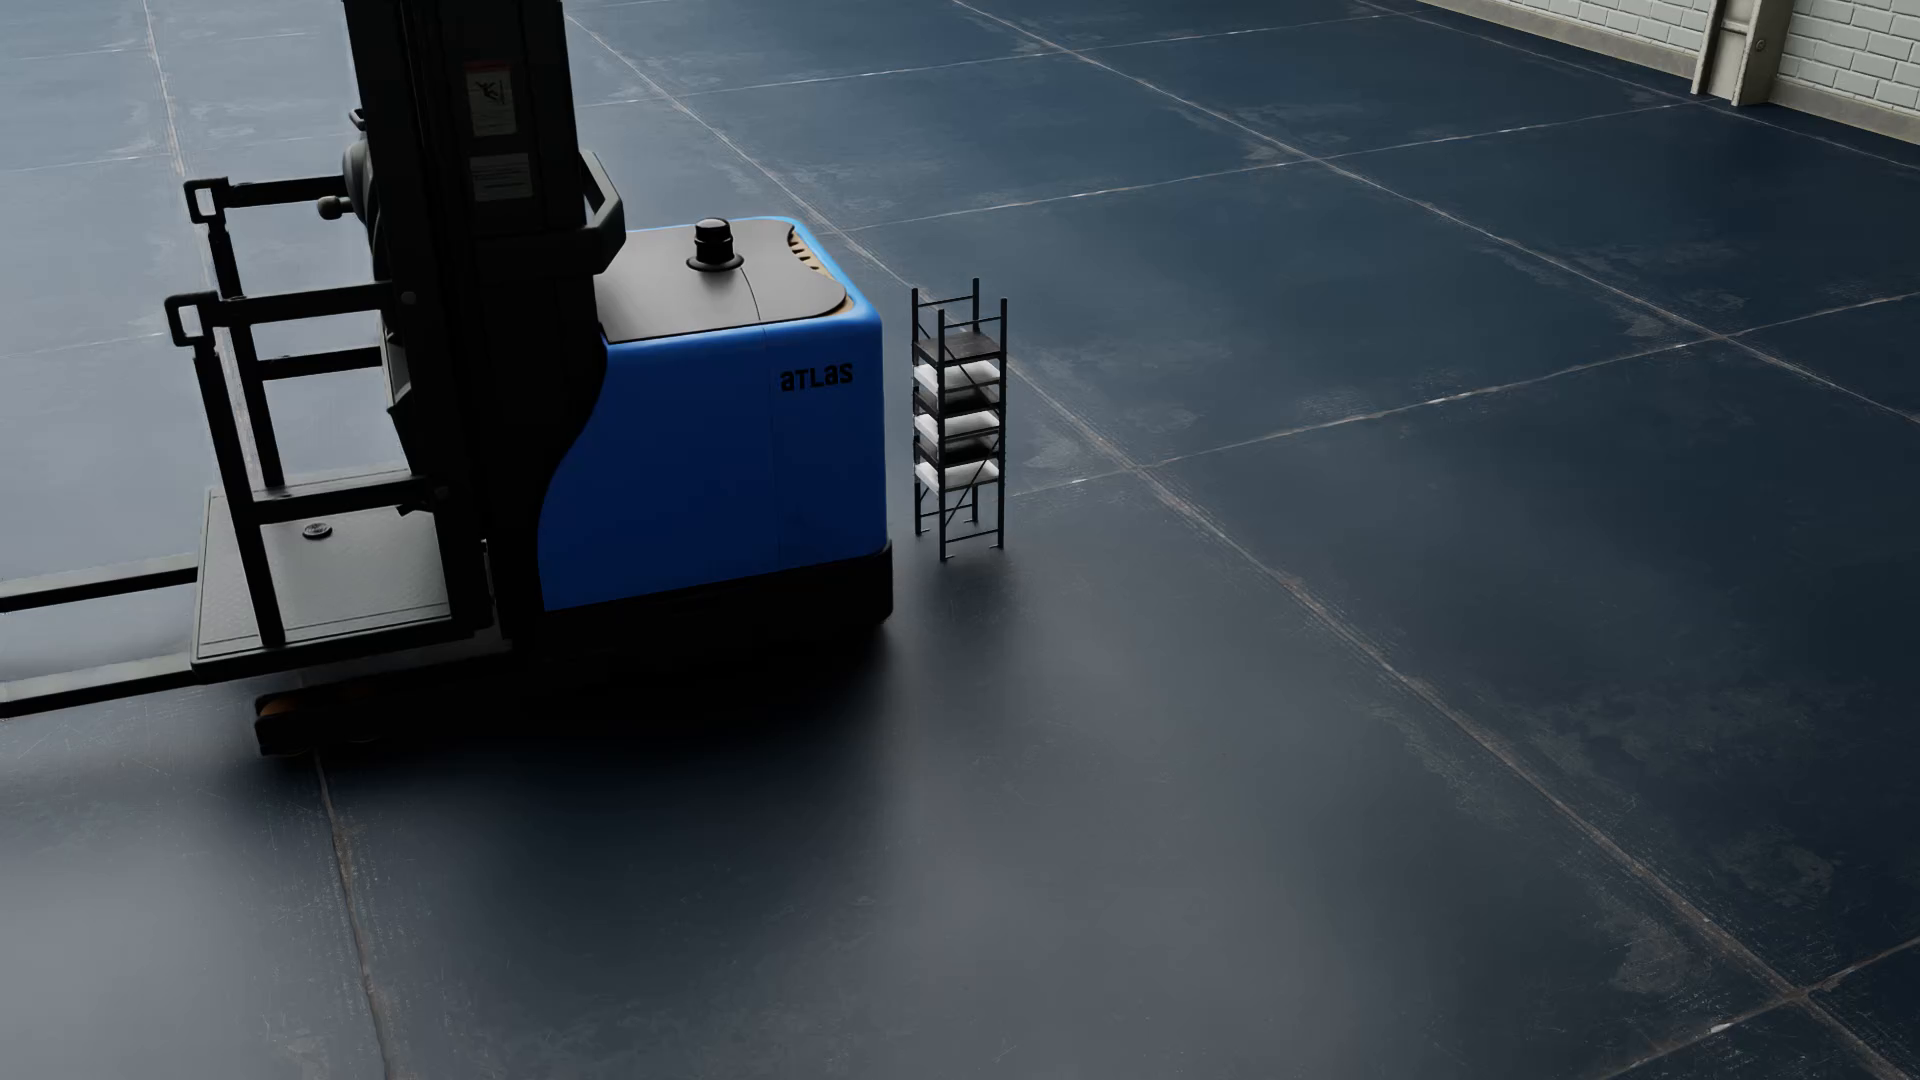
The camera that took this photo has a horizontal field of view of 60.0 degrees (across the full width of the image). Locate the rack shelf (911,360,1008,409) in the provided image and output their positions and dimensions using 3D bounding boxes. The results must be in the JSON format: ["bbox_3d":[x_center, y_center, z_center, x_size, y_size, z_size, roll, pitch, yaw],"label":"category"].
[{"bbox_3d":[-0.003,-0.524,5.465,0.258,0.077,0.200,-13,32,-22],"label":"rack shelf"}]

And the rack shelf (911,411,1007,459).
[{"bbox_3d":[-0.003,-0.367,5.553,0.258,0.077,0.200,-13,32,-22],"label":"rack shelf"}]

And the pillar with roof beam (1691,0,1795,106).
[{"bbox_3d":[1.190,-5.943,7.149,9.100,9.000,0.400,-13,32,-22],"label":"pillar with roof beam"}]

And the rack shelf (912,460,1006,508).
[{"bbox_3d":[-0.003,-0.210,5.641,0.258,0.077,0.200,-13,32,-22],"label":"rack shelf"}]

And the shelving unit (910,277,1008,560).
[{"bbox_3d":[-0.003,-0.396,5.536,0.258,0.900,0.210,-13,32,-22],"label":"shelving unit"}]

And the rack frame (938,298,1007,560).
[{"bbox_3d":[0.040,-0.351,5.456,0.240,0.900,0.006,-13,32,-22],"label":"rack frame"}]

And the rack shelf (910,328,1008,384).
[{"bbox_3d":[-0.003,-0.603,5.421,0.258,0.077,0.200,-13,32,-22],"label":"rack shelf"}]

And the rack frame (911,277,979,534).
[{"bbox_3d":[-0.047,-0.441,5.616,0.240,0.900,0.006,-13,32,-22],"label":"rack frame"}]

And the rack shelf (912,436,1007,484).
[{"bbox_3d":[-0.003,-0.289,5.597,0.258,0.077,0.200,-13,32,-22],"label":"rack shelf"}]

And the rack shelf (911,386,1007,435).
[{"bbox_3d":[-0.003,-0.446,5.509,0.258,0.077,0.200,-13,32,-22],"label":"rack shelf"}]

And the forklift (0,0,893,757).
[{"bbox_3d":[-1.783,-0.961,4.468,3.031,2.935,1.130,-10,31,-17],"label":"forklift"}]
